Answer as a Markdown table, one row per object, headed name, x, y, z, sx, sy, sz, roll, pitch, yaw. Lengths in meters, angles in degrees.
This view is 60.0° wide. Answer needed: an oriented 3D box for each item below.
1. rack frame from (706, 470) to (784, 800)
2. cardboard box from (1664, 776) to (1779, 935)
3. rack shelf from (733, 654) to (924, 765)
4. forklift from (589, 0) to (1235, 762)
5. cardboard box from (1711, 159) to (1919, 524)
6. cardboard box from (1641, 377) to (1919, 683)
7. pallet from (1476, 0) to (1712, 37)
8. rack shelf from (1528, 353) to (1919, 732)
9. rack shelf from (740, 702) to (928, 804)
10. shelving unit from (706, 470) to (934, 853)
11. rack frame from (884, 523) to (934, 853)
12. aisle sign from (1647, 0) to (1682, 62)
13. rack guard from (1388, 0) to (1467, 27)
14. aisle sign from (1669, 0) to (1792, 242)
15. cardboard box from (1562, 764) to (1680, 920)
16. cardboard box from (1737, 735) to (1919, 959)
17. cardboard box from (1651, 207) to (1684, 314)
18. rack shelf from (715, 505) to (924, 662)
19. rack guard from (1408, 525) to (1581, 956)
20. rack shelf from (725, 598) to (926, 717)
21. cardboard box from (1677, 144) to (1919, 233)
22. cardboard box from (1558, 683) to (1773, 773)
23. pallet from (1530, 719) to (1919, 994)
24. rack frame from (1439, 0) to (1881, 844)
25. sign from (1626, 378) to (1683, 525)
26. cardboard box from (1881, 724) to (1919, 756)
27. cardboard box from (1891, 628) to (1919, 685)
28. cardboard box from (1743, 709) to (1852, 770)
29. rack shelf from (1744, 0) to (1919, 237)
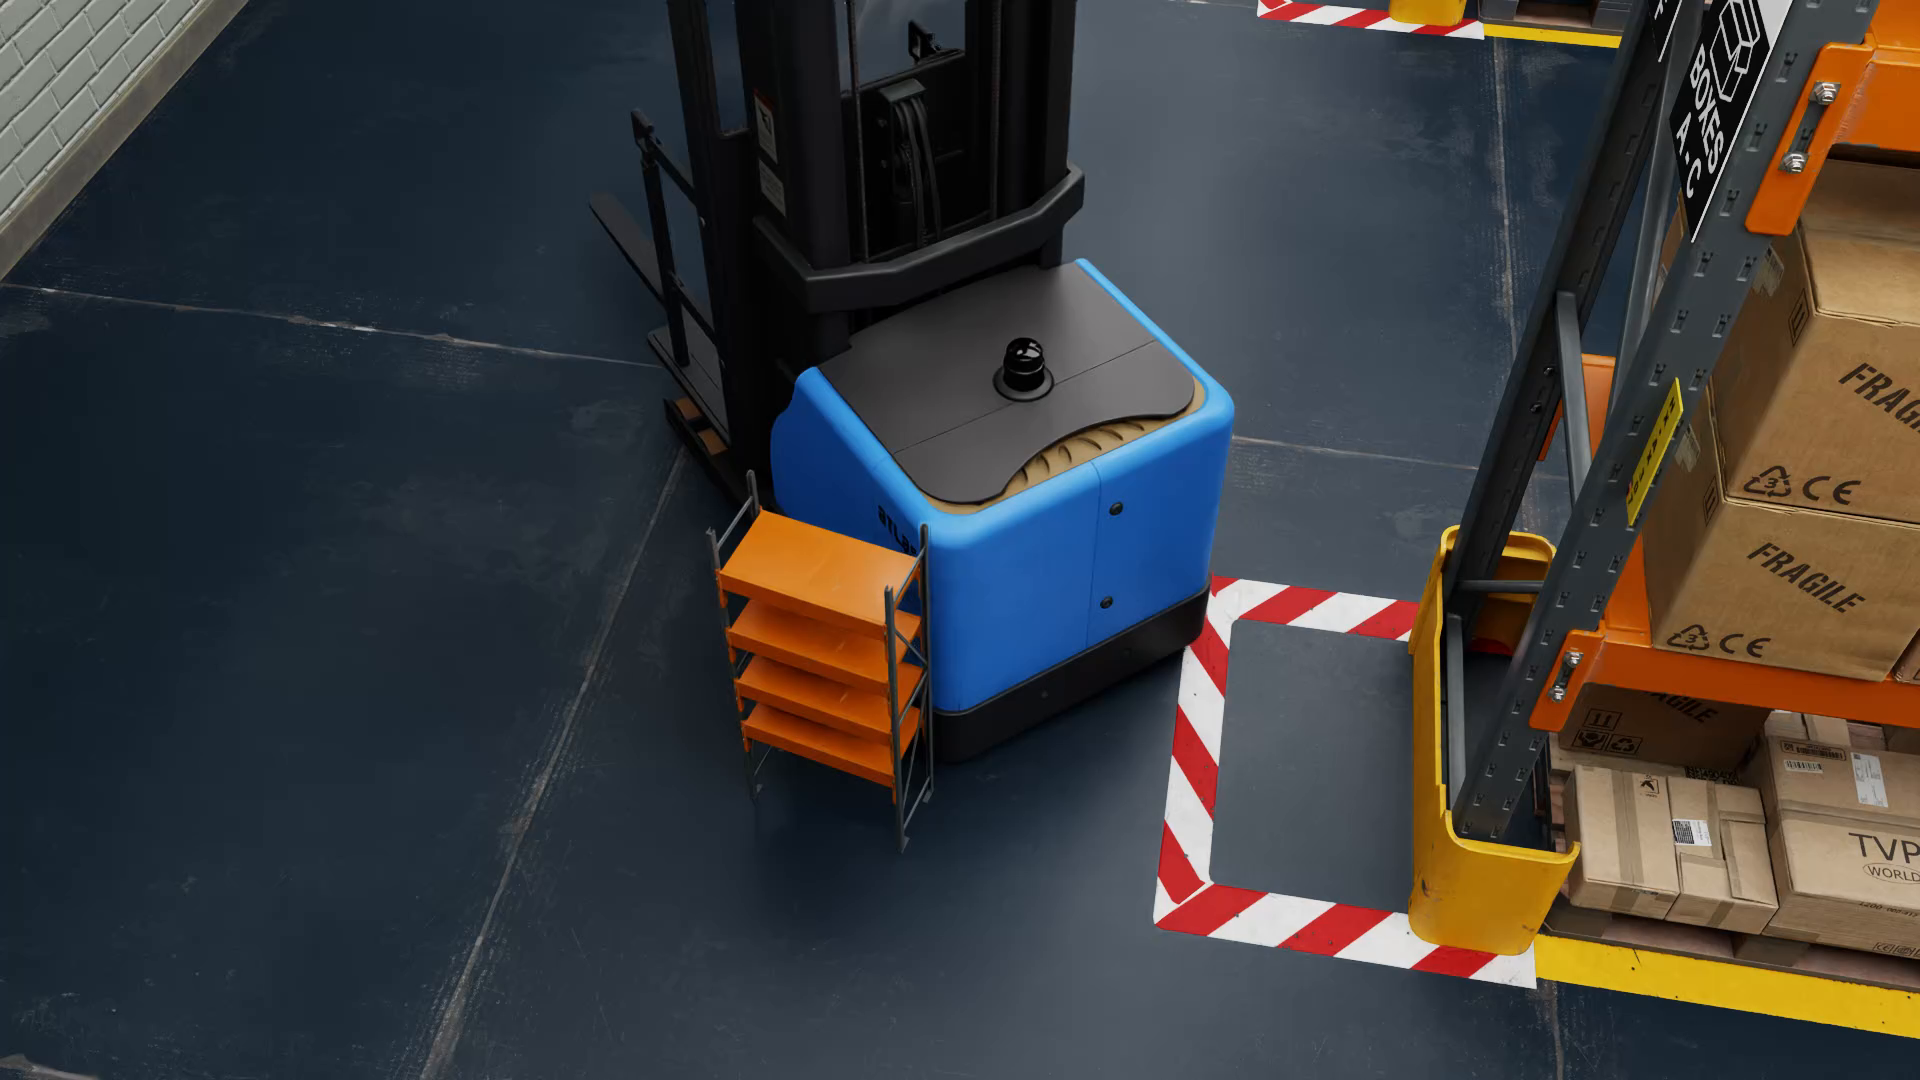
| name | x | y | z | sx | sy | sz | roll | pitch | yaw |
| --- | --- | --- | --- | --- | --- | --- | --- | --- | --- |
| rack frame | -0.583 | 0.303 | 4.671 | 0.015 | 1.200 | 0.240 | 17 | 50 | 15 |
| cardboard box | 2.071 | 0.859 | 4.571 | 0.250 | 0.166 | 0.380 | 8 | 49 | 7 |
| rack shelf | -0.358 | 0.417 | 4.659 | 0.480 | 0.148 | 0.258 | 17 | 50 | 15 |
| forklift | -0.412 | -1.390 | 5.028 | 1.130 | 2.935 | 3.031 | -25 | 53 | -21 |
| cardboard box | 1.864 | -0.397 | 3.351 | 0.500 | 0.500 | 0.500 | 9 | 49 | 8 |
| cardboard box | 1.864 | -0.063 | 3.723 | 0.500 | 0.500 | 0.500 | 9 | 49 | 8 |
| pallet | 3.164 | -2.837 | 8.157 | 1.213 | 0.211 | 1.003 | 8 | 49 | 7 |
| rack shelf | 3.442 | 0.224 | 4.016 | 4.000 | 0.370 | 1.077 | 8 | 49 | 7 |
| rack shelf | -0.358 | 0.550 | 4.807 | 0.480 | 0.148 | 0.258 | 17 | 50 | 15 |
| shelving unit | -0.358 | 0.372 | 4.609 | 0.503 | 1.200 | 0.258 | 17 | 50 | 15 |
| rack frame | -0.132 | 0.441 | 4.547 | 0.015 | 1.200 | 0.240 | 17 | 50 | 15 |
| aisle sign | 1.462 | -1.383 | 3.229 | 0.004 | 0.787 | 0.394 | 8 | 49 | 7 |
| rack guard | 2.333 | -3.064 | 8.167 | 0.348 | 0.500 | 1.175 | 8 | 49 | 7 |
| aisle sign | 1.355 | -0.944 | 2.834 | 0.004 | 0.787 | 0.394 | 8 | 49 | 7 |
| cardboard box | 1.825 | 0.832 | 4.607 | 0.250 | 0.149 | 0.380 | 8 | 49 | 7 |
| cardboard box | 2.451 | 0.837 | 4.534 | 0.500 | 0.250 | 0.500 | 8 | 49 | 7 |
| cardboard box | 1.963 | -0.454 | 4.075 | 0.500 | 0.500 | 0.500 | 9 | 49 | 8 |
| rack shelf | -0.358 | 0.110 | 4.317 | 0.480 | 0.148 | 0.258 | 17 | 50 | 15 |
| rack guard | 1.549 | 0.564 | 4.907 | 0.348 | 0.500 | 1.175 | 8 | 49 | 7 |
| rack shelf | -0.358 | 0.268 | 4.493 | 0.480 | 0.148 | 0.258 | 17 | 50 | 15 |
| cardboard box | 1.961 | -0.791 | 3.705 | 0.500 | 0.500 | 0.500 | 7 | 48 | 6 |
| cardboard box | 2.053 | 0.299 | 4.849 | 0.500 | 0.500 | 0.500 | 8 | 49 | 7 |
| pallet | 2.334 | 0.766 | 4.920 | 1.213 | 0.211 | 1.003 | 8 | 49 | 7 |
| rack frame | 1.474 | -0.281 | 3.986 | 0.127 | 3.000 | 1.000 | 8 | 49 | 7 |
| sign | 1.378 | -0.173 | 3.307 | 0.005 | 0.325 | 0.100 | 8 | 49 | 7 |
| cardboard box | 2.983 | 0.530 | 4.810 | 0.500 | 0.250 | 0.500 | 8 | 49 | 7 |
| cardboard box | 2.373 | 0.002 | 3.665 | 0.500 | 0.500 | 0.500 | 7 | 48 | 6 |
| cardboard box | 2.436 | 0.530 | 4.866 | 0.250 | 0.166 | 0.380 | 8 | 49 | 7 |
| rack shelf | 3.442 | -0.779 | 2.900 | 4.000 | 0.370 | 1.077 | 8 | 49 | 7 |
